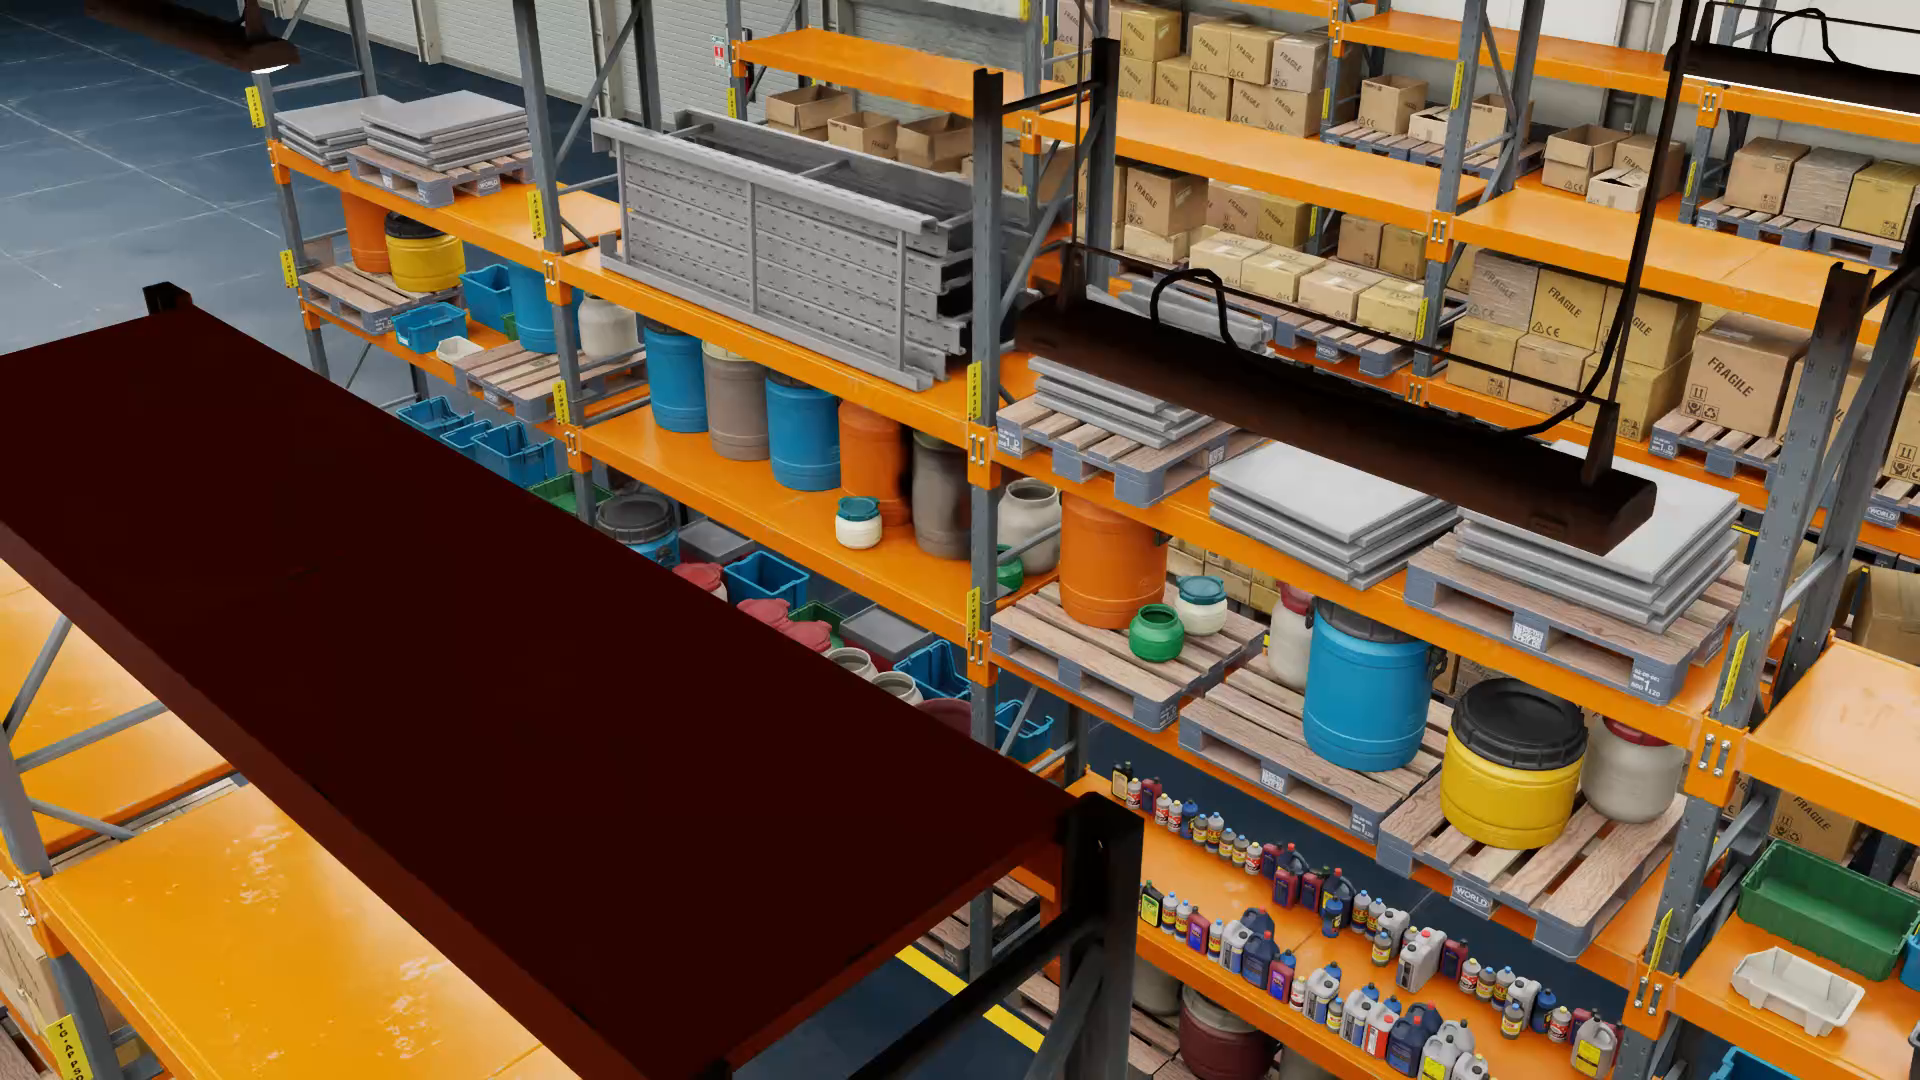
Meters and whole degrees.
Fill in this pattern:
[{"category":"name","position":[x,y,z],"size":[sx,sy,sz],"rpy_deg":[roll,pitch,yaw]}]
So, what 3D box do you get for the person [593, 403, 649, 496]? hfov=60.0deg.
[{"category":"person","position":[-3.179,-0.788,15.978],"size":[0.677,1.695,0.767],"rpy_deg":[-23,36,-34]}]
